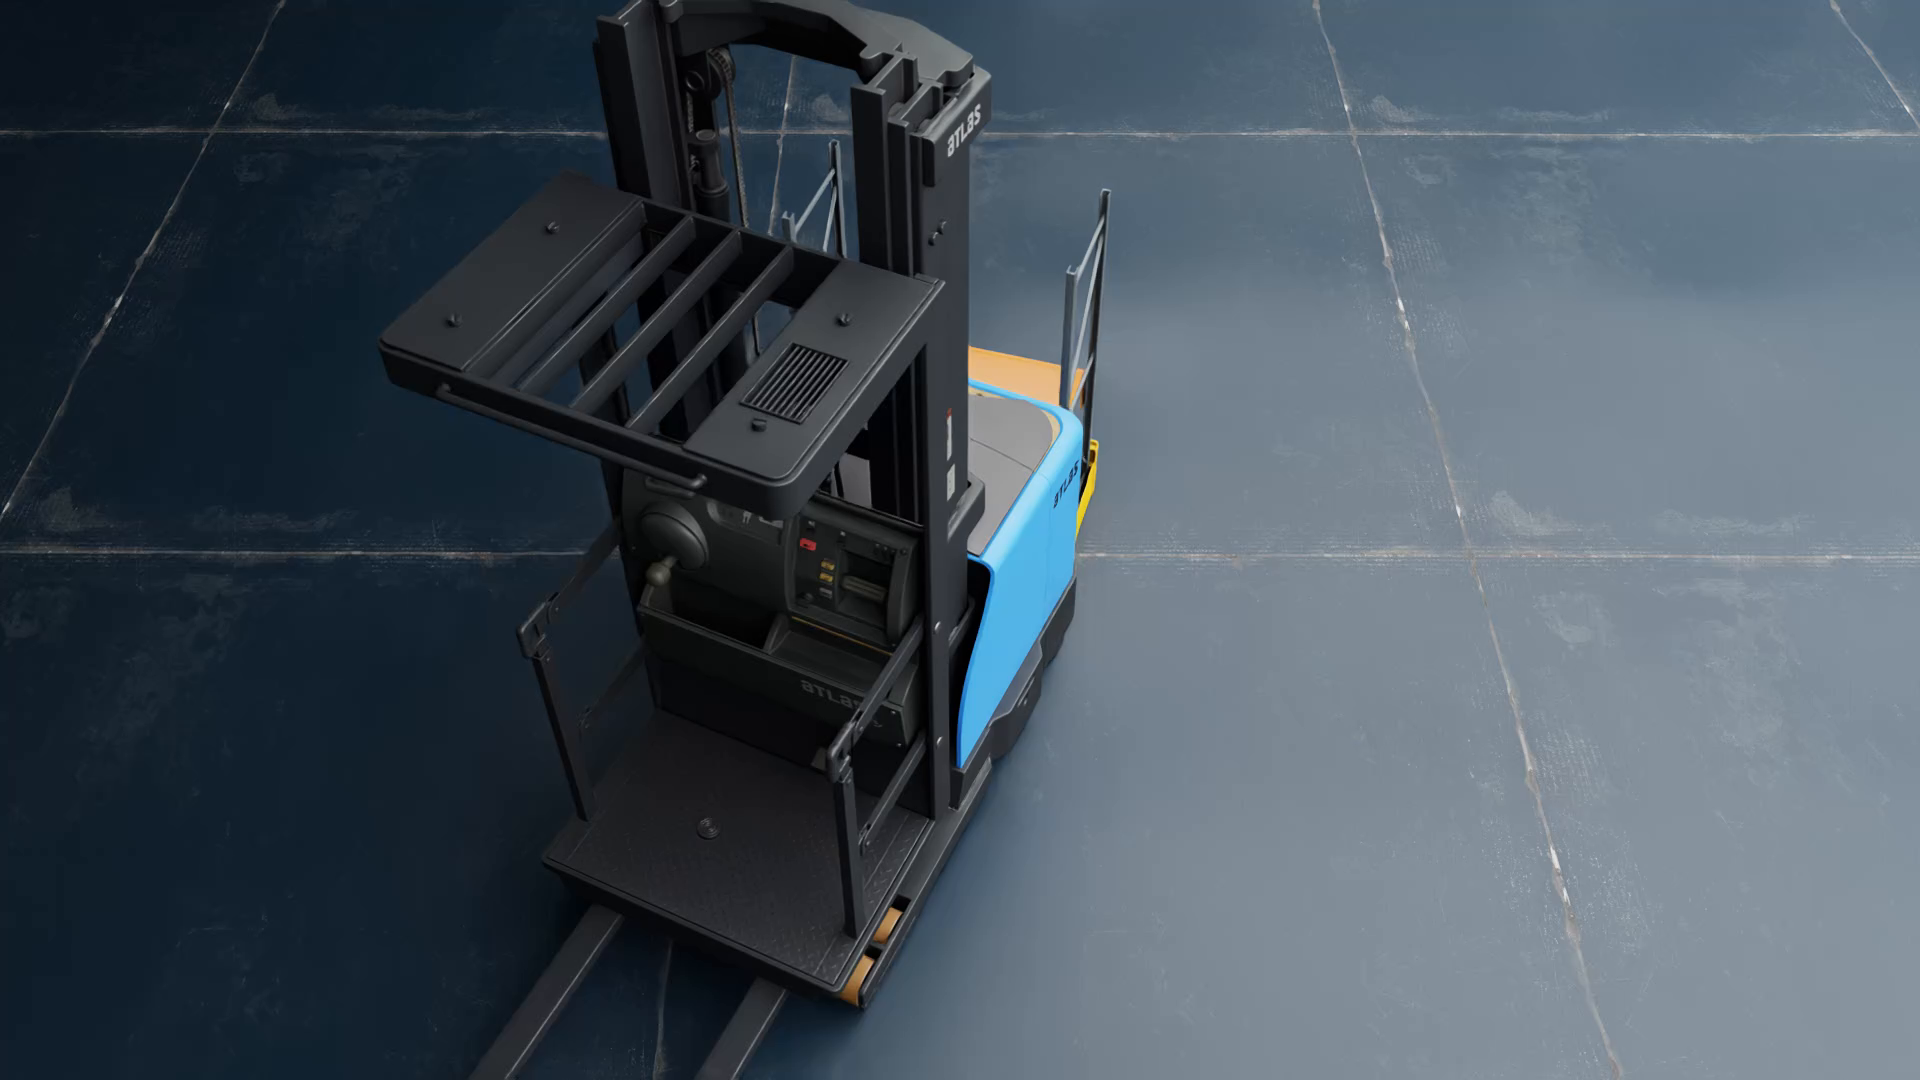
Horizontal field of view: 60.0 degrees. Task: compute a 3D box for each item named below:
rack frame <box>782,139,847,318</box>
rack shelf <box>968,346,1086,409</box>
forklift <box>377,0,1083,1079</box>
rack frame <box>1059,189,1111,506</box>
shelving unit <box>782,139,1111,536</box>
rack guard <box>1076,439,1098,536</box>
[{"bbox_3d":[-0.527,-0.771,6.443,0.032,1.500,0.500,13,48,12],"label":"rack frame"},{"bbox_3d":[-0.042,-0.537,6.471,1.000,0.185,0.538,13,48,12],"label":"rack shelf"},{"bbox_3d":[-0.653,0.122,4.634,1.130,2.935,3.031,19,50,17],"label":"forklift"},{"bbox_3d":[0.443,-0.548,6.235,0.032,1.500,0.500,13,48,12],"label":"rack frame"},{"bbox_3d":[-0.033,-0.658,6.338,1.083,1.500,0.587,13,48,12],"label":"shelving unit"},{"bbox_3d":[0.442,-0.122,6.693,0.087,0.250,0.587,13,48,12],"label":"rack guard"}]
